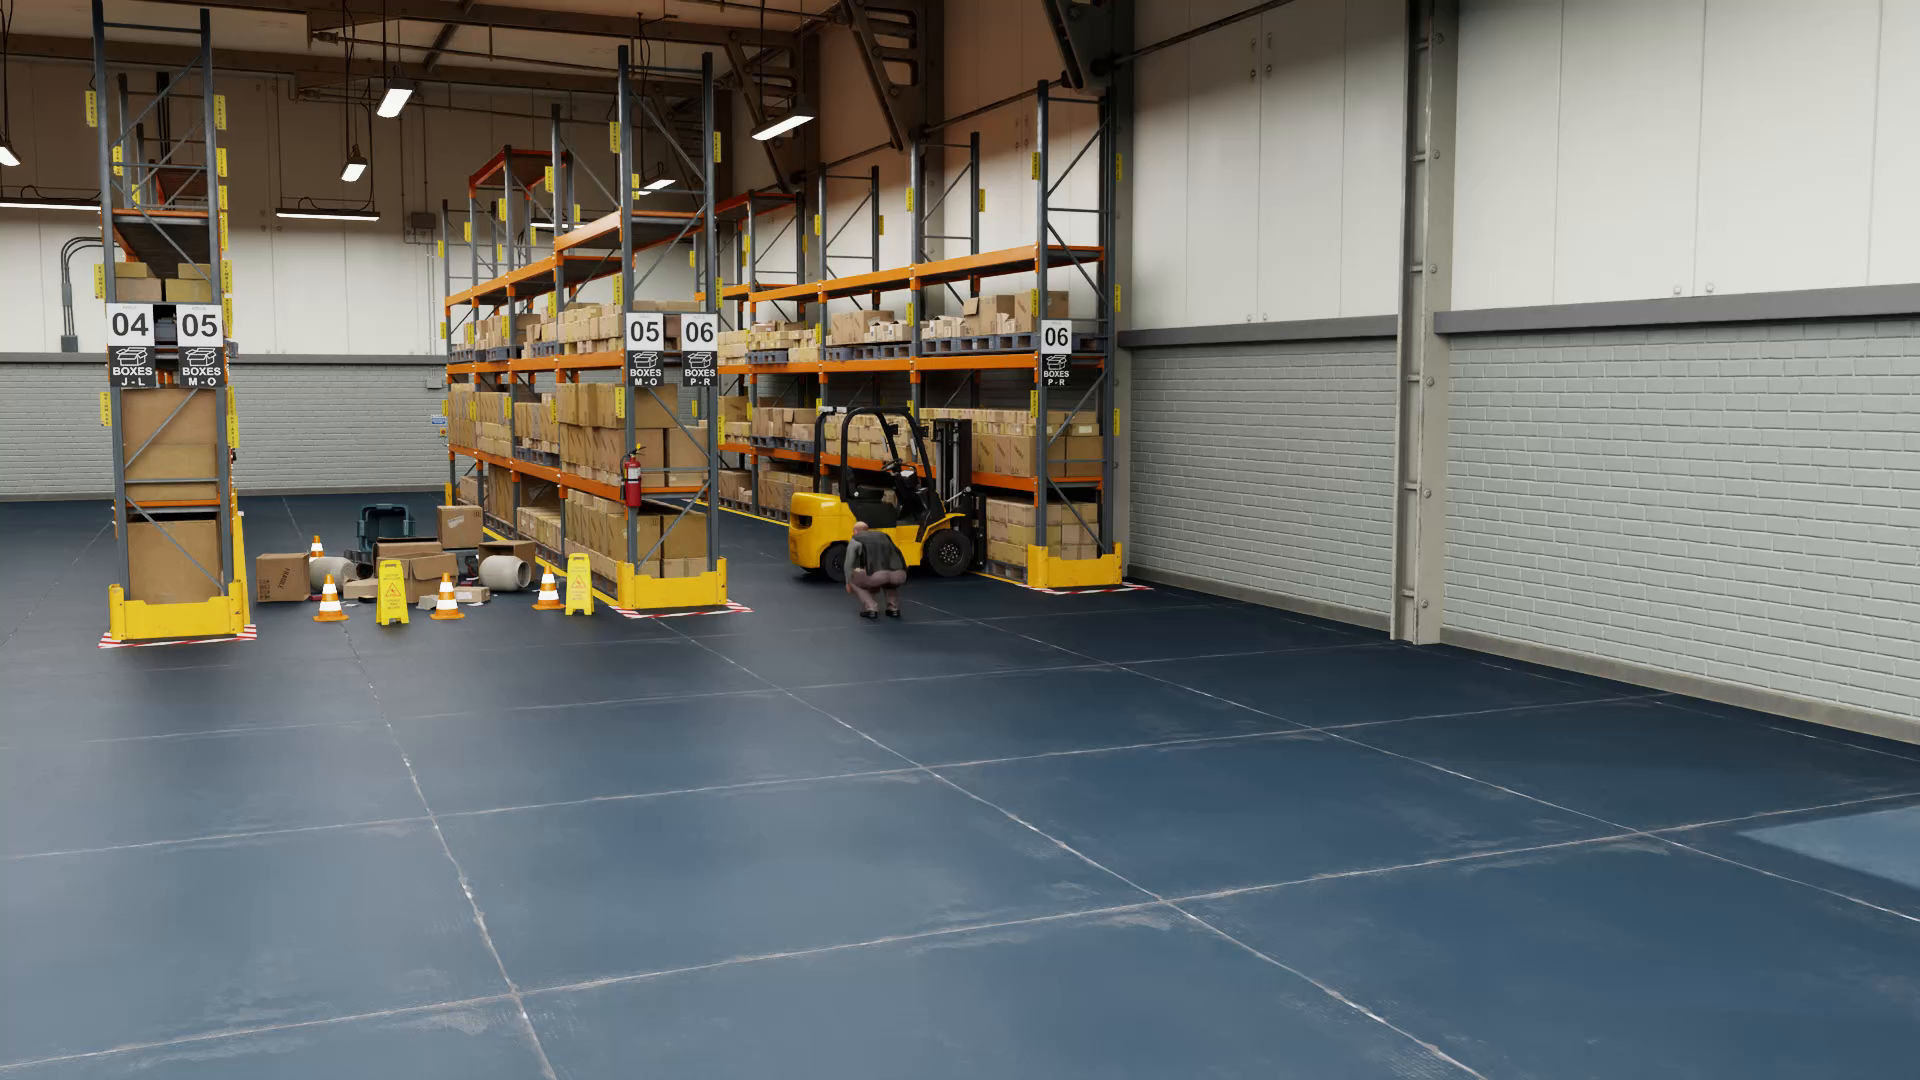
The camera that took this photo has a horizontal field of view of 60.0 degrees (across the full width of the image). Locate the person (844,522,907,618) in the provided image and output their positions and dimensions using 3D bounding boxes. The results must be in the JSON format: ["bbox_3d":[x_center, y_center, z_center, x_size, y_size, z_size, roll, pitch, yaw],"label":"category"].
[{"bbox_3d":[-0.907,0.312,17.590,0.539,0.976,0.873,-2,6,-24],"label":"person"}]
